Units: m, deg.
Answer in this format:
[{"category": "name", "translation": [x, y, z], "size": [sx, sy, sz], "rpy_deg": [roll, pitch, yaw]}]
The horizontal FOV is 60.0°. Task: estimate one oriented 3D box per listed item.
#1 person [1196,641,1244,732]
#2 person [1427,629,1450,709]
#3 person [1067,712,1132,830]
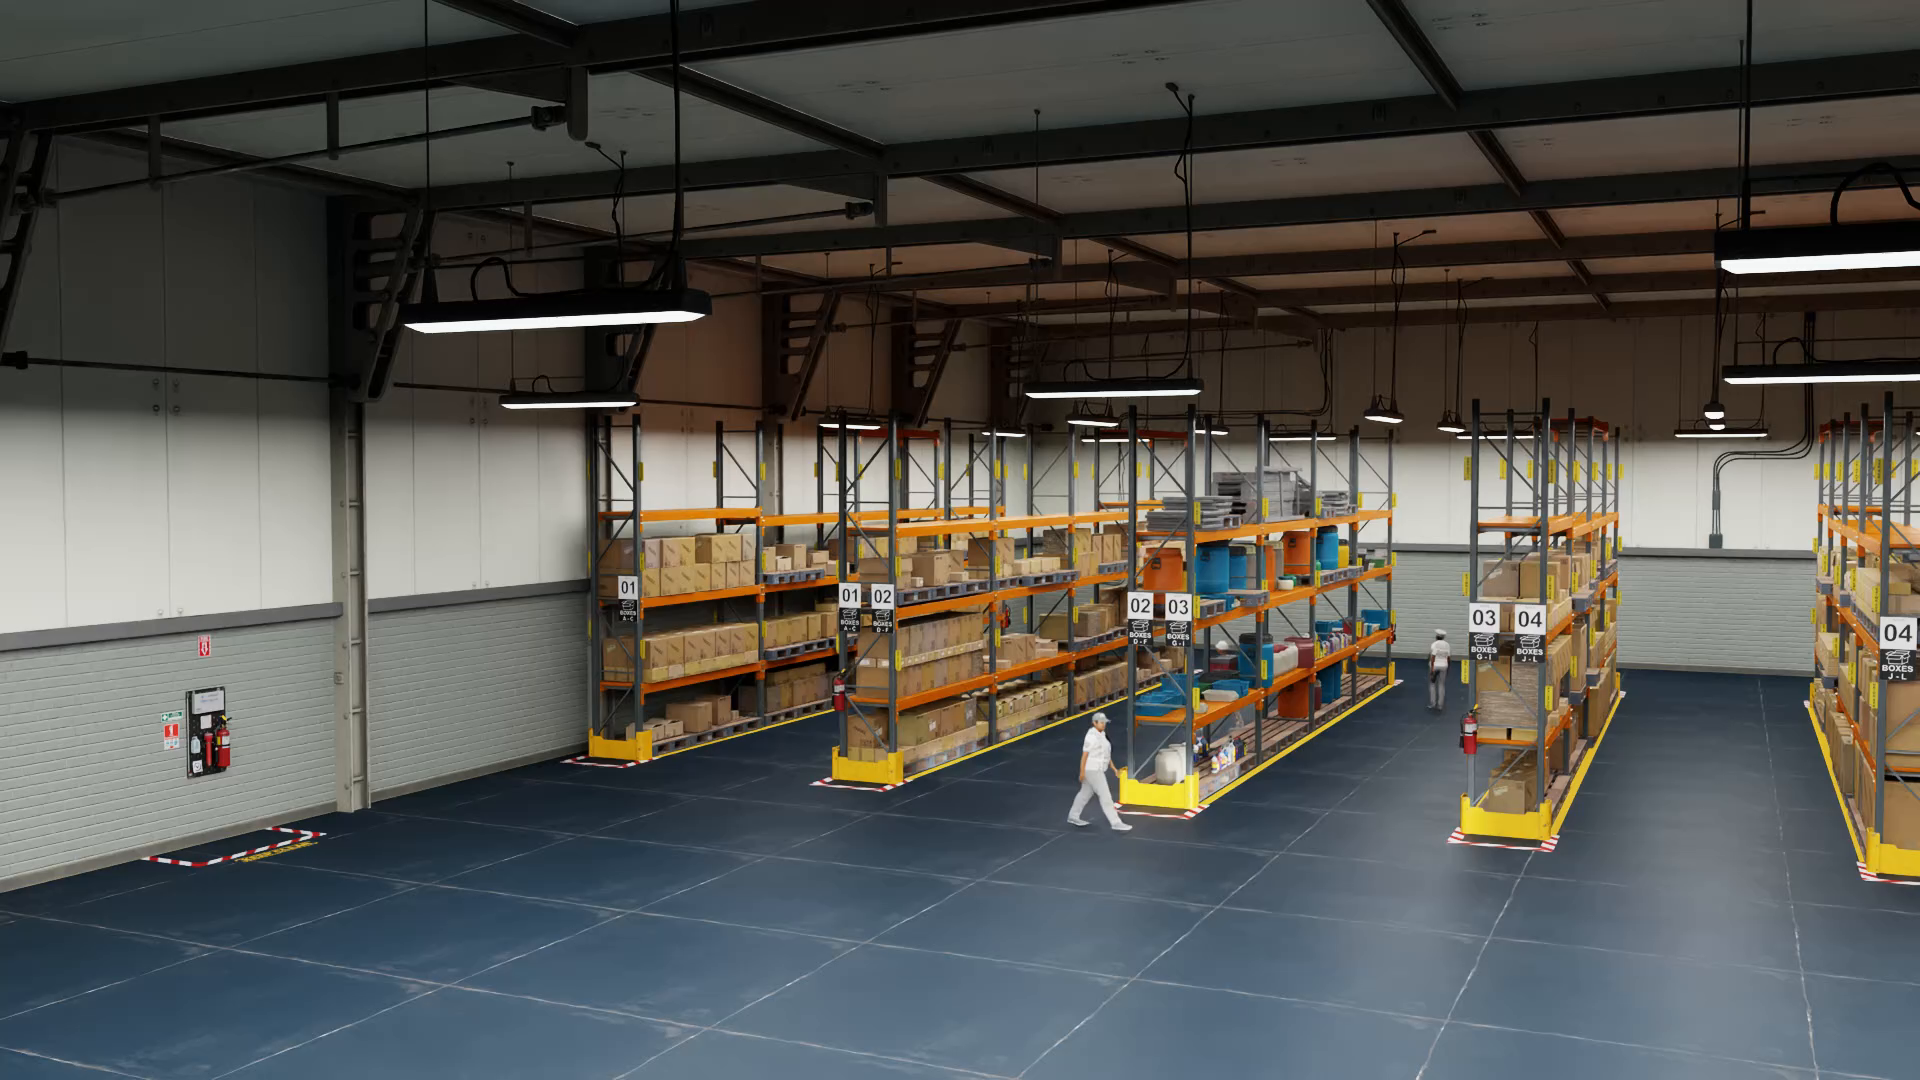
[{"category": "person", "translation": [4.964, 2.795, 31.794], "size": [0.872, 1.745, 0.639], "rpy_deg": [2, 3, 35]}, {"category": "person", "translation": [10.094, 2.745, 35.018], "size": [0.456, 1.726, 0.550], "rpy_deg": [0, 2, 9]}, {"category": "person", "translation": [1.962, 3.217, 23.272], "size": [0.976, 1.606, 0.495], "rpy_deg": [1, 2, 16]}]
